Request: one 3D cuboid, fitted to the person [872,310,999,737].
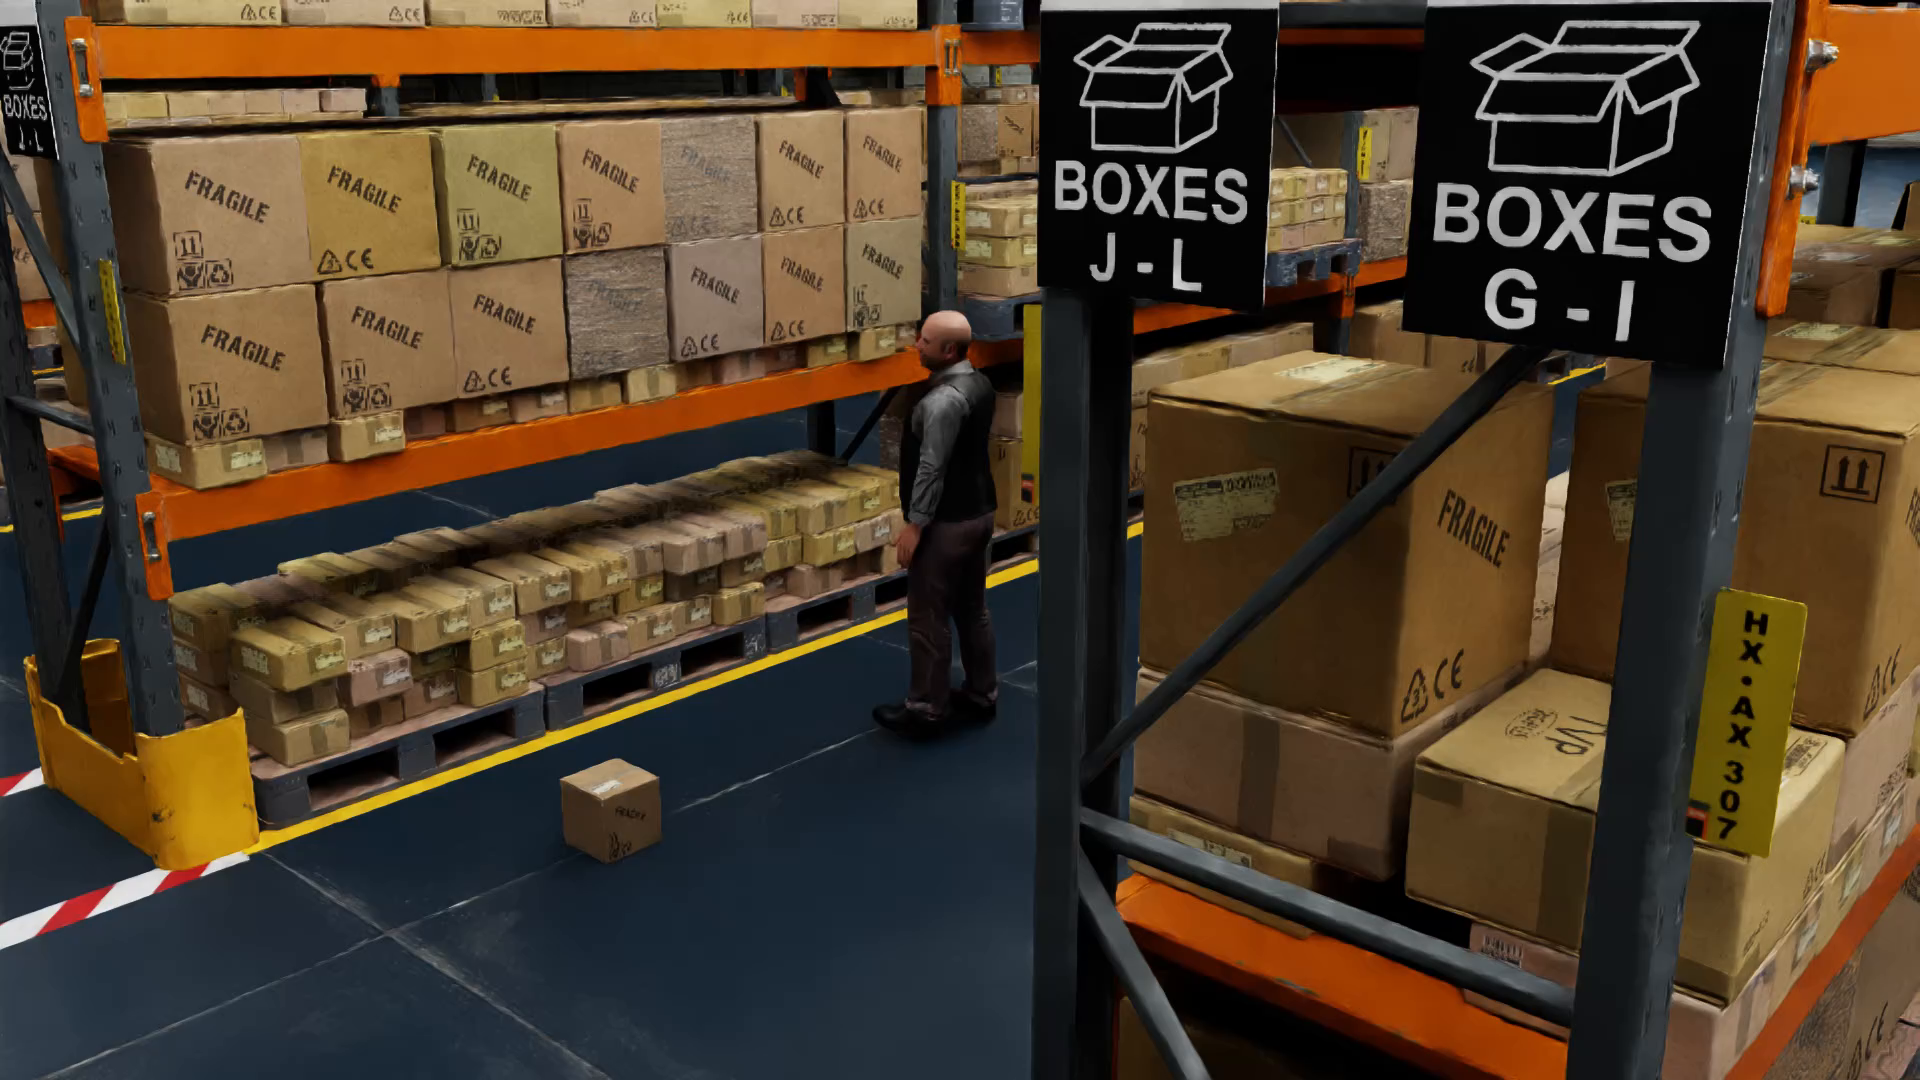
[{"bbox_3d":[-0.091,-0.070,6.721,0.470,1.730,0.588,6,18,19],"label":"person"}]
